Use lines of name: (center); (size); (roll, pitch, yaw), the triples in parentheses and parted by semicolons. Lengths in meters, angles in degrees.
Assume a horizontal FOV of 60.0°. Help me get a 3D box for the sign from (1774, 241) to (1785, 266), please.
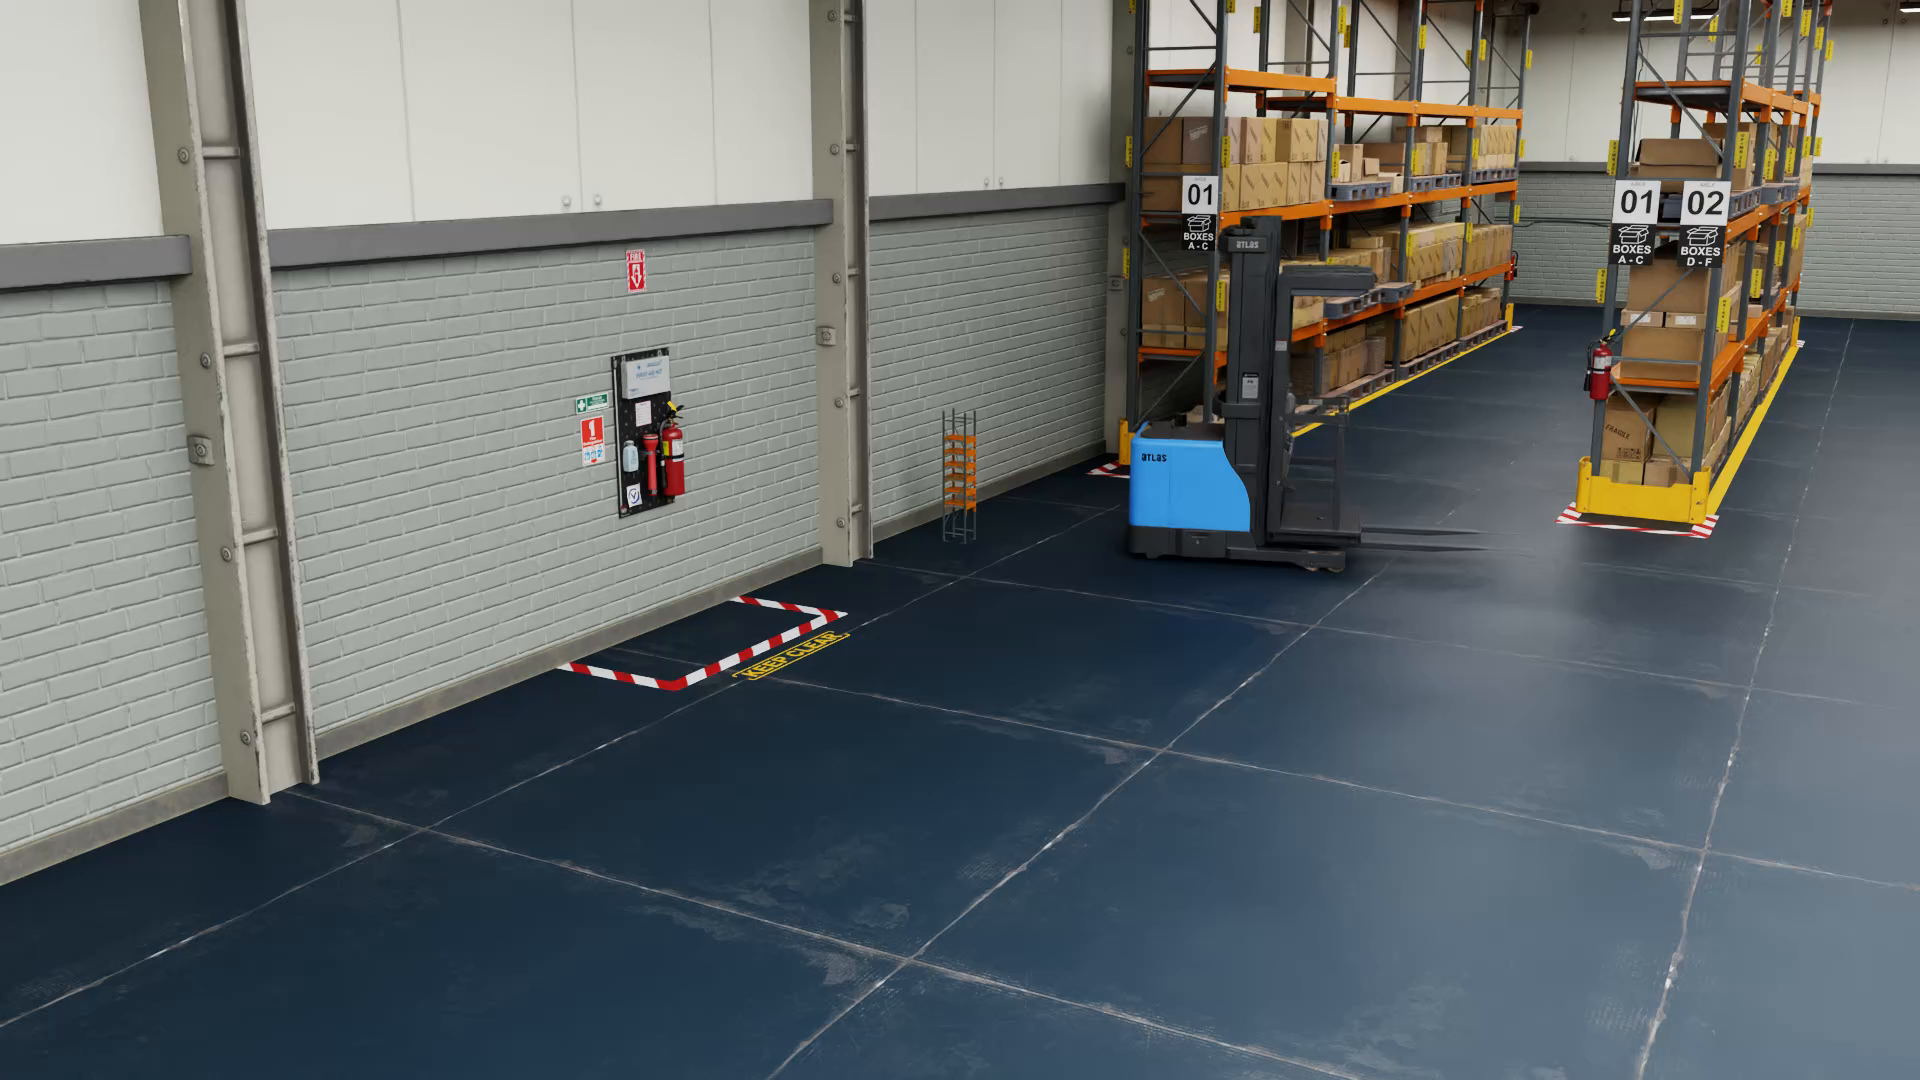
sign: (11.023, -3.854, 22.367); (0.100, 0.325, 0.005); (7, 15, 28)

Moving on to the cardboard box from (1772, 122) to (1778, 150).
cardboard box: (11.245, -5.645, 23.516); (0.500, 0.500, 0.500); (7, 15, 28)

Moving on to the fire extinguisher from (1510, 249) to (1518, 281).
fire extinguisher: (10.542, -5.315, 31.858); (0.296, 0.674, 0.183); (7, 15, 28)

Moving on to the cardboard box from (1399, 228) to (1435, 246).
cardboard box: (7.140, -4.759, 26.099); (0.500, 0.250, 0.500); (7, 15, 28)

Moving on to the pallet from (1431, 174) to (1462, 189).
pallet: (7.731, -5.906, 27.357); (0.805, 0.209, 1.217); (7, 15, 26)

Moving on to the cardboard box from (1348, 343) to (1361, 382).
cardboard box: (5.329, -2.562, 23.870); (0.700, 0.500, 0.500); (7, 15, 28)

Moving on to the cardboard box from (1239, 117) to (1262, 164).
cardboard box: (3.016, -4.424, 18.411); (0.500, 0.500, 0.500); (7, 15, 27)

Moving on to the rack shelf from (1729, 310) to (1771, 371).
rack shelf: (9.569, -2.594, 21.143); (1.077, 0.370, 4.000); (7, 15, 28)

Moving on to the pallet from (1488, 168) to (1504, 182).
pallet: (9.127, -6.566, 29.874); (1.003, 0.211, 1.213); (7, 15, 28)

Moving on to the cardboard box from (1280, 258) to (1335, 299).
cardboard box: (4.540, -3.457, 22.035); (0.700, 0.500, 0.500); (7, 15, 28)

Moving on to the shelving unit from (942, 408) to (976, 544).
shelving unit: (-0.007, -0.580, 15.097); (0.258, 1.200, 0.189); (7, 15, 28)

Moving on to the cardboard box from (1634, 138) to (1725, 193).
cardboard box: (6.950, -3.610, 16.010); (0.797, 0.503, 0.637); (9, 16, 32)

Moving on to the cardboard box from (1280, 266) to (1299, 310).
cardboard box: (3.817, -3.058, 20.210); (0.500, 0.500, 0.500); (7, 15, 26)

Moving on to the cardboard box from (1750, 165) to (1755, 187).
cardboard box: (9.580, -4.508, 20.572); (0.500, 0.250, 0.500); (6, 15, 23)

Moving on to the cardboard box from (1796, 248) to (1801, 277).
cardboard box: (13.931, -4.712, 28.183); (0.500, 0.500, 0.500); (8, 15, 28)

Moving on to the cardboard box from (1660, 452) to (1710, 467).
cardboard box: (7.361, -0.768, 17.005); (0.500, 0.250, 0.500); (7, 15, 28)

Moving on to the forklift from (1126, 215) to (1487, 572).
forklift: (3.031, -1.288, 14.340); (3.031, 2.935, 1.130); (3, 14, 12)

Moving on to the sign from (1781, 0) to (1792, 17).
sign: (9.076, -5.913, 18.244); (0.100, 0.325, 0.005); (7, 15, 28)

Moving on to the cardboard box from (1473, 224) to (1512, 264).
cardboard box: (9.827, -5.595, 31.420); (0.980, 0.700, 0.700); (8, 16, 31)

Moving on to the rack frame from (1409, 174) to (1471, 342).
rack frame: (8.131, -4.735, 28.489); (1.000, 3.000, 0.127); (7, 15, 28)

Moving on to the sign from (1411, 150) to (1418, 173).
sign: (6.672, -5.562, 24.417); (0.100, 0.325, 0.005); (7, 15, 28)

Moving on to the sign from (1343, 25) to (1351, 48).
sign: (5.710, -7.424, 24.512); (0.100, 0.325, 0.005); (7, 15, 28)

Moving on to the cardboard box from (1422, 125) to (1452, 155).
cardboard box: (8.265, -6.907, 28.711); (0.500, 0.500, 0.500); (7, 15, 28)

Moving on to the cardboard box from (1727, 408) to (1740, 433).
cardboard box: (9.014, -1.455, 19.856); (0.500, 0.250, 0.500); (7, 15, 27)

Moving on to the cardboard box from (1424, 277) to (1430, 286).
cardboard box: (7.292, -4.159, 26.594); (0.380, 0.149, 0.250); (7, 15, 28)

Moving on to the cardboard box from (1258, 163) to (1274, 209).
cardboard box: (3.249, -4.043, 18.963); (0.500, 0.500, 0.500); (8, 16, 31)

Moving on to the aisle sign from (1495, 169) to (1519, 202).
aisle sign: (10.363, -6.800, 31.509); (0.394, 0.787, 0.004); (7, 15, 28)

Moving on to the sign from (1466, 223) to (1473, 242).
sign: (8.611, -5.200, 28.116); (0.100, 0.325, 0.005); (7, 15, 28)

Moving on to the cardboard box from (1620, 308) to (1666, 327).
cardboard box: (6.687, -2.176, 16.280); (0.380, 0.149, 0.250); (7, 15, 27)

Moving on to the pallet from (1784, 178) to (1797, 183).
pallet: (11.594, -5.202, 24.429); (1.213, 0.211, 1.003); (7, 15, 28)

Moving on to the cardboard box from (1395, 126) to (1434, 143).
cardboard box: (7.338, -6.539, 26.823); (0.500, 0.250, 0.500); (7, 15, 26)

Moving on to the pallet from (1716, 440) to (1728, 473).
pallet: (8.181, -1.019, 19.026); (1.003, 0.211, 1.213); (7, 15, 28)

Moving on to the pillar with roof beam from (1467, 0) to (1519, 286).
pillar with roof beam: (14.382, -8.636, 31.871); (9.100, 9.000, 0.548); (7, 15, 28)

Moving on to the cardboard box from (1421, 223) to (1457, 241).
cardboard box: (7.874, -5.074, 27.404); (0.500, 0.250, 0.500); (8, 16, 29)

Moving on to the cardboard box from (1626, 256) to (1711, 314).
cardboard box: (6.931, -2.497, 16.225); (0.700, 0.500, 0.500); (7, 15, 28)

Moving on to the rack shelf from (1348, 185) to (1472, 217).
rack shelf: (7.165, -5.433, 26.520); (1.077, 0.370, 4.000); (7, 15, 28)

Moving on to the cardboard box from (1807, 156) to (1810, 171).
cardboard box: (13.892, -6.284, 27.770); (0.500, 0.250, 0.500); (7, 15, 28)

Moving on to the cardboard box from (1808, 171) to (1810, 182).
cardboard box: (14.134, -6.144, 28.253); (0.500, 0.250, 0.500); (7, 15, 28)

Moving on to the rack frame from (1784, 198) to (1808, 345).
rack frame: (14.403, -4.995, 29.569); (1.000, 3.000, 0.127); (7, 15, 28)

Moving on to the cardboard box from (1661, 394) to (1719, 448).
cardboard box: (7.593, -1.236, 17.347); (0.500, 0.500, 0.500); (7, 15, 28)

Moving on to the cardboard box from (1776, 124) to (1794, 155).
cardboard box: (12.671, -6.271, 26.116); (0.700, 0.500, 0.500); (7, 15, 28)

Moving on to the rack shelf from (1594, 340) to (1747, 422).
rack shelf: (7.635, -1.773, 17.739); (1.077, 0.370, 4.000); (7, 15, 28)

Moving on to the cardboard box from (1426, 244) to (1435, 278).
cardboard box: (7.159, -4.396, 26.193); (0.500, 0.500, 0.500); (7, 15, 28)

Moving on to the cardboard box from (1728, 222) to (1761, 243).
cardboard box: (12.487, -4.842, 26.588); (0.500, 0.500, 0.500); (7, 15, 28)

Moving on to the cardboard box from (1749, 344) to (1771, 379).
cardboard box: (11.254, -2.521, 23.703); (0.500, 0.500, 0.500); (7, 15, 26)

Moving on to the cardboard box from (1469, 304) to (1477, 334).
cardboard box: (8.828, -3.968, 29.747); (0.700, 0.500, 0.500); (7, 15, 27)

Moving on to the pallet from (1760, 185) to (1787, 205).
pallet: (9.748, -4.341, 20.859); (1.003, 0.211, 1.213); (8, 16, 31)

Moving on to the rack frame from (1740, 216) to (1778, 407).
rack frame: (10.536, -3.354, 22.761); (1.000, 3.000, 0.127); (7, 15, 28)

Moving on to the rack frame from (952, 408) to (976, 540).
rack frame: (0.037, -0.599, 15.175); (0.240, 1.200, 0.006); (7, 15, 28)

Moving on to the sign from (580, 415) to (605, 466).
sign: (-2.575, -0.696, 11.662); (0.001, 0.329, 0.234); (7, 15, 28)

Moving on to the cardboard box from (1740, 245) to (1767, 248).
cardboard box: (11.768, -4.207, 25.191); (0.700, 0.500, 0.500); (10, 17, 37)

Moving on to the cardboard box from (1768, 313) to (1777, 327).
cardboard box: (13.373, -3.561, 28.007); (0.797, 0.503, 0.637); (7, 15, 28)
